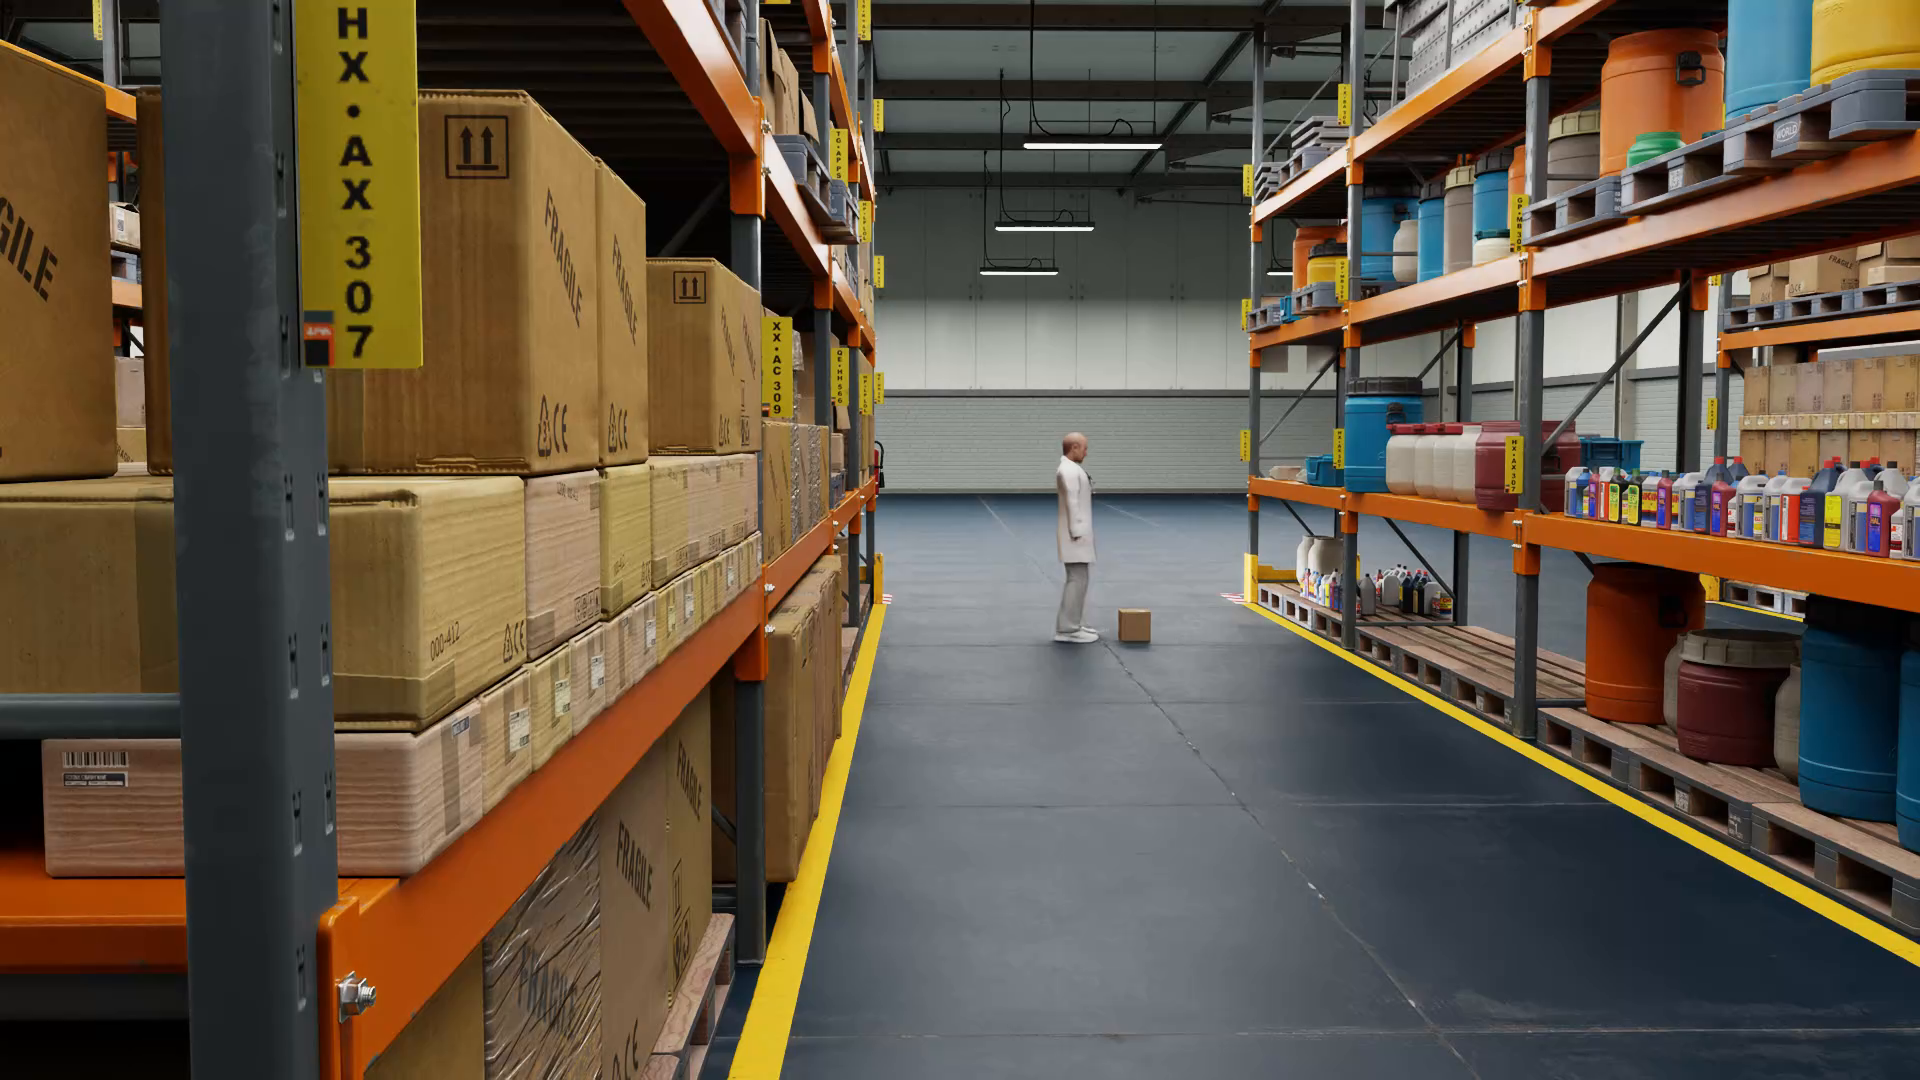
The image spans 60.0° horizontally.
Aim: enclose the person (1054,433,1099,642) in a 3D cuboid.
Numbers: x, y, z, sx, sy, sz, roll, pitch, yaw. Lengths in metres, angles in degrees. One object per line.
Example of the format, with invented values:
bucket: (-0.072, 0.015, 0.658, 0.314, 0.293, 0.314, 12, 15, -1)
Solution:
person: (0.992, -0.028, 14.227, 0.383, 1.776, 0.562, 0, 4, 0)
